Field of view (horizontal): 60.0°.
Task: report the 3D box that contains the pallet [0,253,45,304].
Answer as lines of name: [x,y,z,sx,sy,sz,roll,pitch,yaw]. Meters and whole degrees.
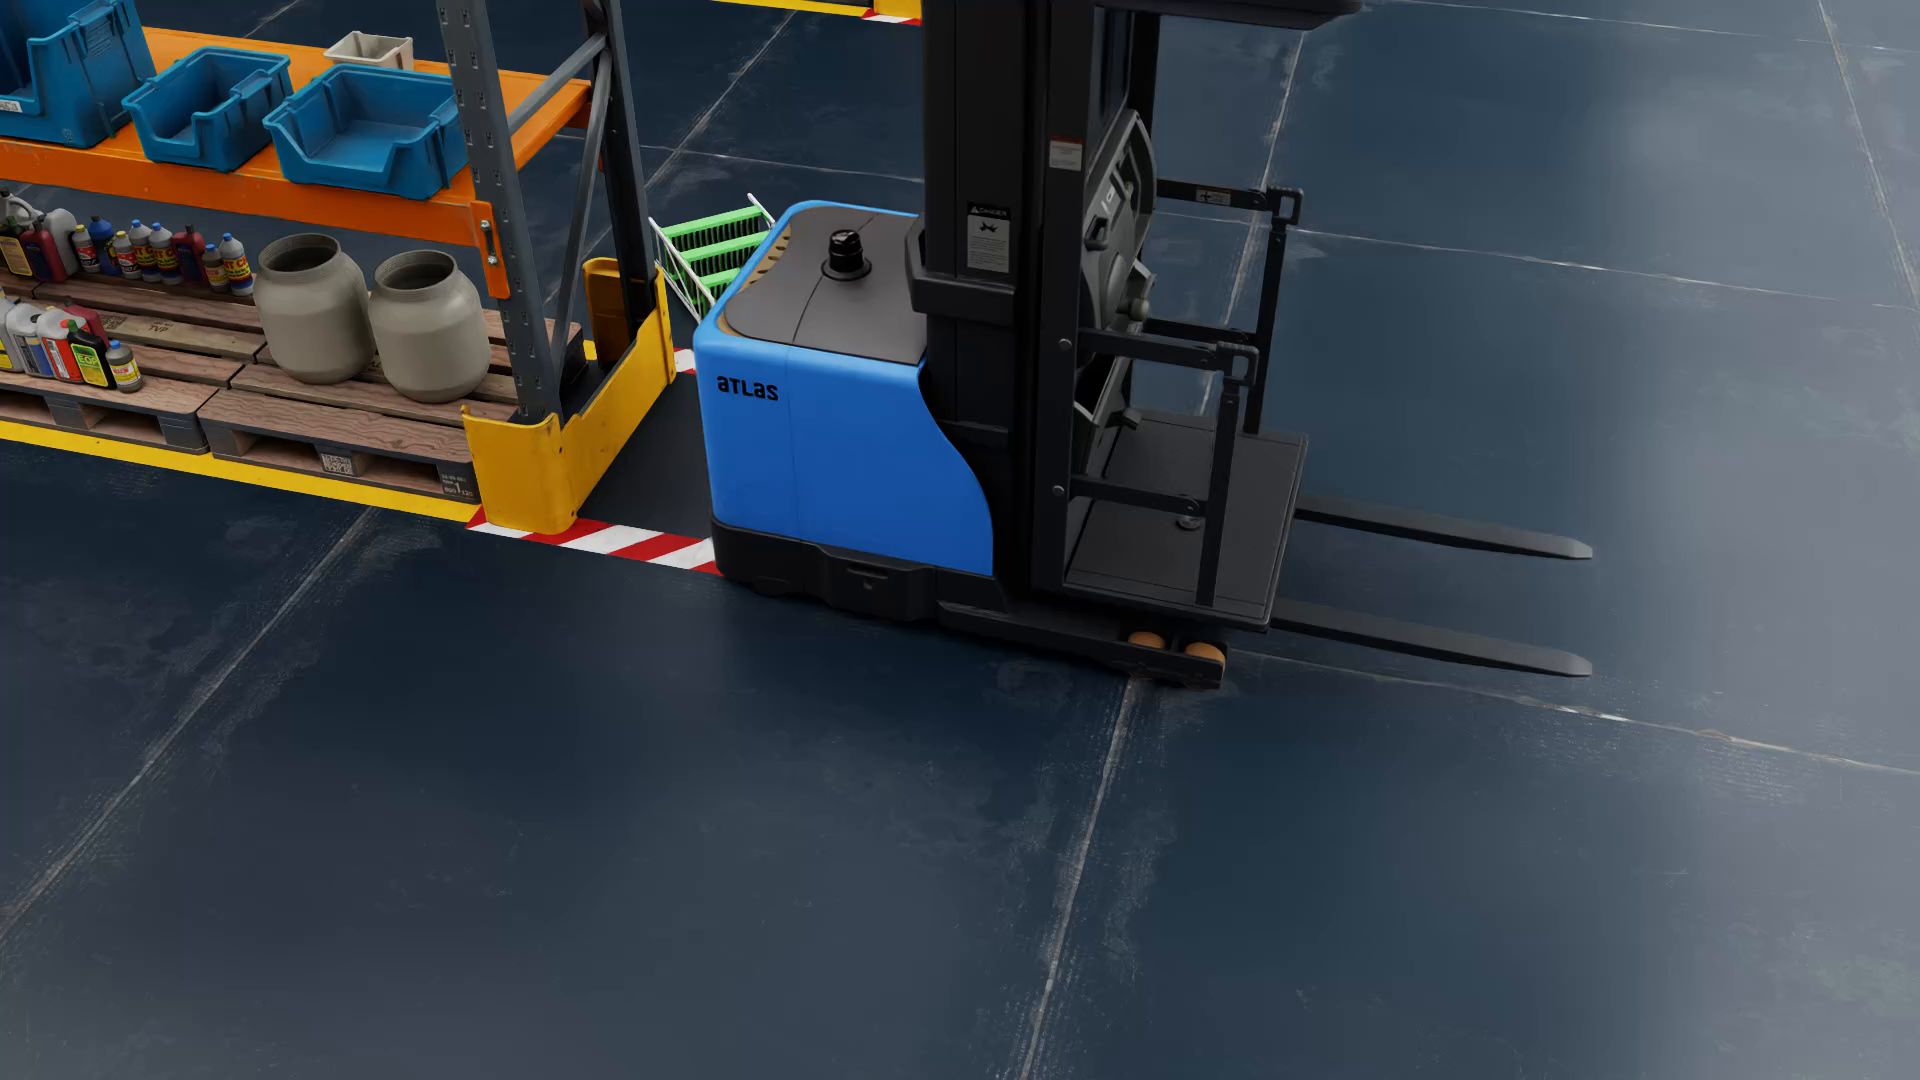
pallet: [-4.652,-1.025,7.307,1.213,0.211,1.003,10,41,11]

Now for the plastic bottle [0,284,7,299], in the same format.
plastic bottle: [-4.010,-0.958,6.835,0.135,0.276,0.152,10,41,11]

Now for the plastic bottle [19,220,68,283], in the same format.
plastic bottle: [-3.967,-1.250,7.176,0.133,0.283,0.061,10,41,11]

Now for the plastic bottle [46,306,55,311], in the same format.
plastic bottle: [-3.669,-0.858,6.773,0.097,0.201,0.097,0,40,0]

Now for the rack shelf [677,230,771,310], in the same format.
rack shelf: [-1.004,-1.211,7.463,0.480,0.258,0.148,-19,43,-21]

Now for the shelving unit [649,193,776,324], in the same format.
shelving unit: [-0.922,-1.111,7.344,0.503,0.258,1.200,-19,43,-21]

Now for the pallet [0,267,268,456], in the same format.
pallet: [-3.470,-0.824,7.067,1.213,0.211,1.003,10,41,11]

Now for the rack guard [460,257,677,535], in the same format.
rack guard: [-1.511,-0.592,6.566,0.348,0.500,1.175,10,41,11]

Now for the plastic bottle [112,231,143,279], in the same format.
plastic bottle: [-3.620,-1.248,7.237,0.097,0.201,0.097,0,40,0]

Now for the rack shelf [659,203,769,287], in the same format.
rack shelf: [-1.115,-1.348,7.626,0.480,0.258,0.148,-19,43,-21]

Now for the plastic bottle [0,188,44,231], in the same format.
plastic bottle: [-4.096,-1.371,7.268,0.185,0.351,0.144,10,41,11]

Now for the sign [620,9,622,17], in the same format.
sign: [-1.279,-2.013,6.099,0.005,0.325,0.100,10,41,11]

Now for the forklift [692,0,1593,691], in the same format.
forklift: [0.686,-0.994,5.154,3.031,2.935,1.130,11,41,12]

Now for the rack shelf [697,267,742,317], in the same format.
rack shelf: [-0.892,-1.074,7.300,0.480,0.258,0.148,-19,43,-21]

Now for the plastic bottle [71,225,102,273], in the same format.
plastic bottle: [-3.819,-1.282,7.278,0.097,0.201,0.097,0,40,0]

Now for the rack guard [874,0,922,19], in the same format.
rack guard: [-0.219,-3.698,10.265,0.348,0.500,1.175,10,41,11]

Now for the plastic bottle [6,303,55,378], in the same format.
plastic bottle: [-3.684,-0.806,6.653,0.135,0.276,0.152,9,41,10]

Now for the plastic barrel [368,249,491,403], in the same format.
plastic barrel: [-2.081,-0.836,6.521,0.421,0.512,0.421,0,40,0]

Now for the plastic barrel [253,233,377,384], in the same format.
plastic barrel: [-2.565,-0.919,6.620,0.421,0.512,0.421,0,40,0]

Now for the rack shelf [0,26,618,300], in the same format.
rack shelf: [-3.358,-1.623,6.409,4.000,0.370,1.077,10,41,11]

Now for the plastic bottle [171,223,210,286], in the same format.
plastic bottle: [-3.311,-1.238,7.162,0.133,0.283,0.061,10,41,12]

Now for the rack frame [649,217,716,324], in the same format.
rack frame: [-1.138,-1.038,7.257,0.015,0.240,1.200,-19,43,-21]

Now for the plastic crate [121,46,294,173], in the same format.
plastic crate: [-2.612,-1.518,5.840,0.408,0.251,0.499,10,41,11]

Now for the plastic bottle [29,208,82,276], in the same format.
plastic bottle: [-3.940,-1.313,7.257,0.135,0.276,0.152,10,41,12]

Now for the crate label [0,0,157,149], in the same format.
crate label: [-3.274,-1.717,5.935,0.616,0.435,0.502,10,41,11]

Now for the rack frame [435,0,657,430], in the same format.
rack frame: [-1.426,-1.566,5.782,0.127,3.000,1.000,10,41,11]

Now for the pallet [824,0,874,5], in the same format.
pallet: [-0.994,-3.745,10.545,1.213,0.211,1.003,10,41,11]

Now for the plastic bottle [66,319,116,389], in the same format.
plastic bottle: [-3.431,-0.735,6.563,0.133,0.283,0.061,11,41,12]

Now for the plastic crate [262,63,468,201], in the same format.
plastic crate: [-1.987,-1.406,5.708,0.616,0.251,0.499,10,41,11]

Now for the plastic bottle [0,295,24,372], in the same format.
plastic bottle: [-3.845,-0.860,6.659,0.185,0.351,0.144,11,41,13]

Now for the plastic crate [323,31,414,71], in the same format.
plastic crate: [-2.207,-1.814,6.282,0.250,0.136,0.298,10,41,11]

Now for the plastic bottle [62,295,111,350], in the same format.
plastic bottle: [-3.523,-0.852,6.702,0.133,0.283,0.061,10,41,11]

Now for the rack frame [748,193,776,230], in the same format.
rack frame: [-0.706,-1.184,7.430,0.015,0.240,1.200,-19,43,-21]

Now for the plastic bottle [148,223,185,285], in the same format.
plastic bottle: [-3.428,-1.242,7.175,0.097,0.271,0.097,0,40,0]

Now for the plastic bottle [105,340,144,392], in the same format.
plastic bottle: [-3.313,-0.696,6.580,0.097,0.201,0.097,0,40,0]

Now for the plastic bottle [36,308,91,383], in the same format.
plastic bottle: [-3.550,-0.783,6.626,0.135,0.276,0.152,10,41,12]

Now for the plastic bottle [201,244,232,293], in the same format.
plastic bottle: [-3.197,-1.175,7.150,0.097,0.201,0.097,0,40,0]

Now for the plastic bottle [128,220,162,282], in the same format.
plastic bottle: [-3.524,-1.258,7.195,0.097,0.271,0.097,0,40,0]

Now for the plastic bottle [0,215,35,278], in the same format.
plastic bottle: [-4.097,-1.278,7.209,0.133,0.283,0.061,10,41,11]

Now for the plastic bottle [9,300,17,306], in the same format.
plastic bottle: [-3.856,-0.885,6.805,0.097,0.201,0.097,0,40,0]

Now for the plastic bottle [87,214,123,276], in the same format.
plastic bottle: [-3.720,-1.292,7.235,0.097,0.271,0.097,0,40,0]

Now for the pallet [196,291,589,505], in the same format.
pallet: [-2.295,-0.620,6.824,1.213,0.211,1.003,10,41,11]

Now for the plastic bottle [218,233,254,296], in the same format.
plastic bottle: [-3.097,-1.185,7.107,0.097,0.271,0.097,0,40,0]
